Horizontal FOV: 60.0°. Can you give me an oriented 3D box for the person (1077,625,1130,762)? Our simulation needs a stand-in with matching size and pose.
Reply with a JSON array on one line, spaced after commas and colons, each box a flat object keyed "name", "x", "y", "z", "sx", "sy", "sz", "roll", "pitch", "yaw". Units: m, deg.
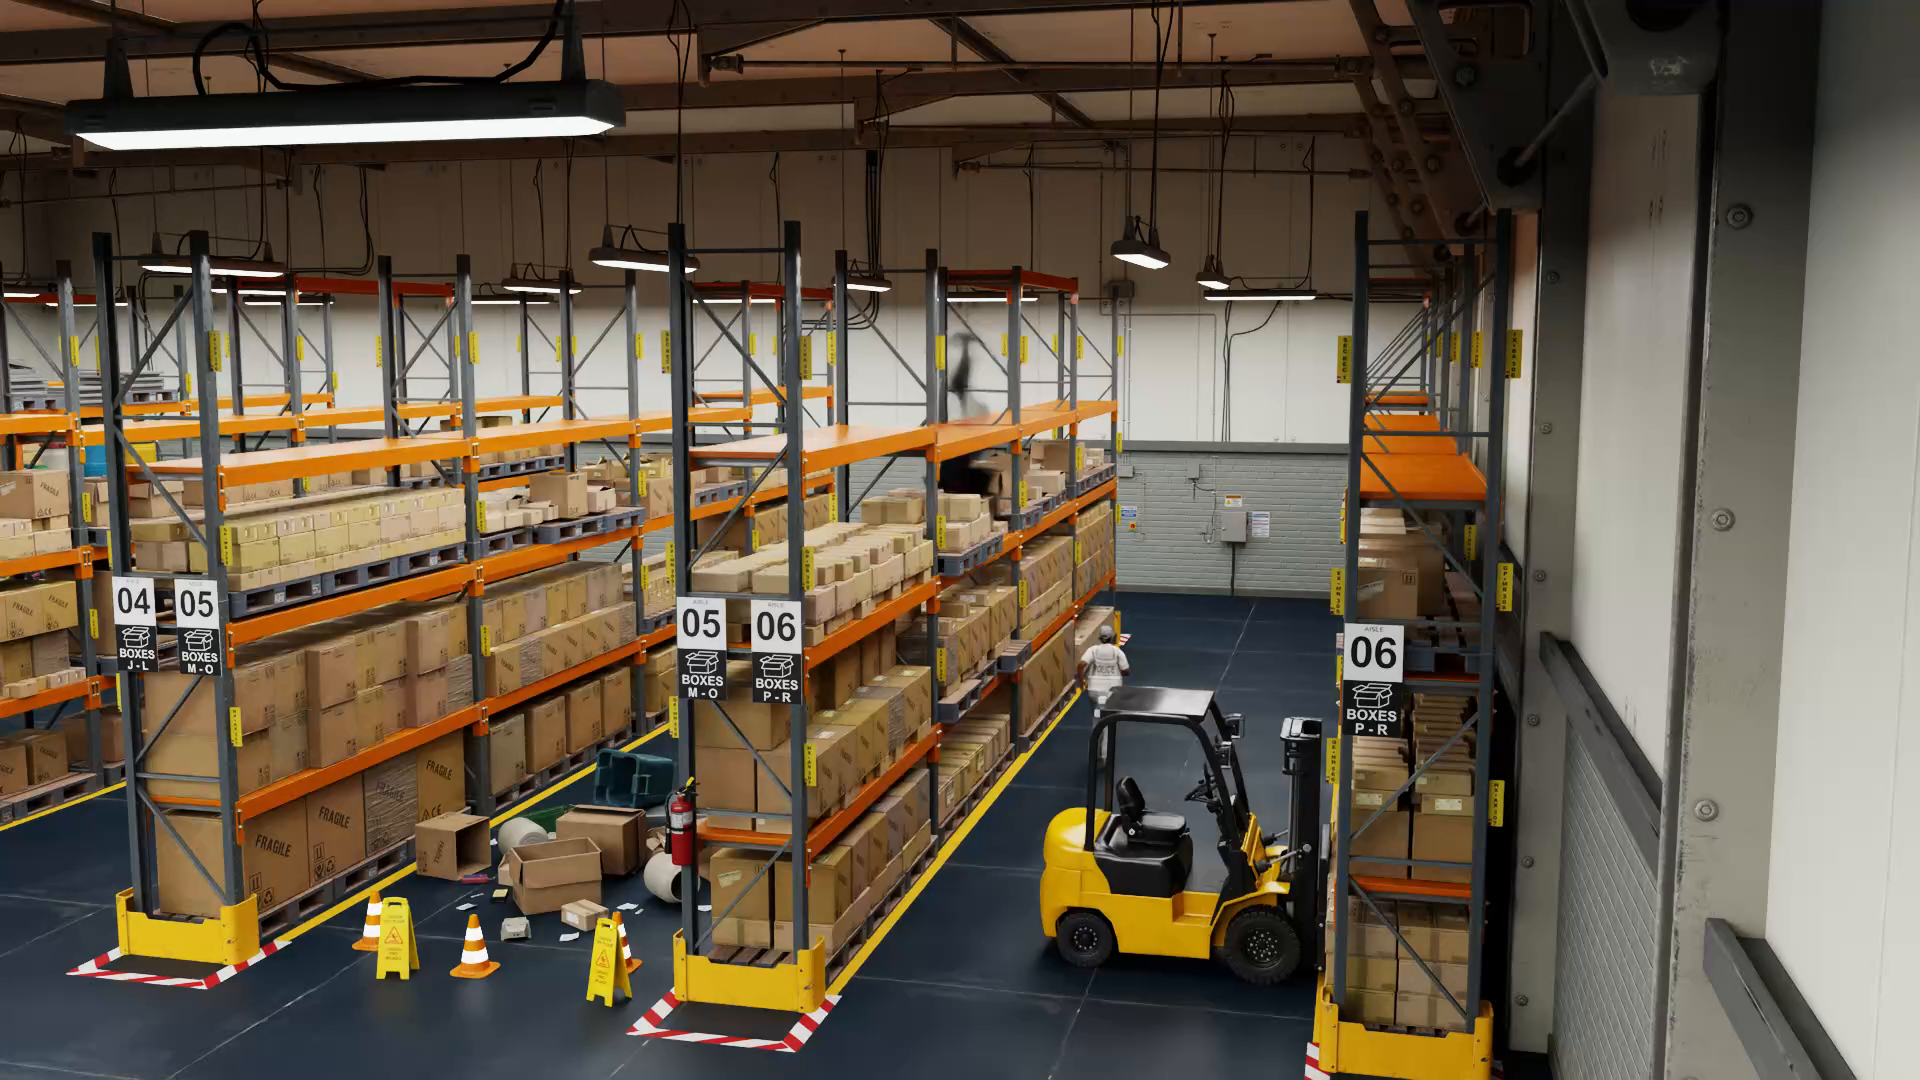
[{"name": "person", "x": 1.742, "y": 1.907, "z": 20.157, "sx": 0.616, "sy": 1.743, "sz": 0.751, "roll": 2, "pitch": 7, "yaw": 15}]
